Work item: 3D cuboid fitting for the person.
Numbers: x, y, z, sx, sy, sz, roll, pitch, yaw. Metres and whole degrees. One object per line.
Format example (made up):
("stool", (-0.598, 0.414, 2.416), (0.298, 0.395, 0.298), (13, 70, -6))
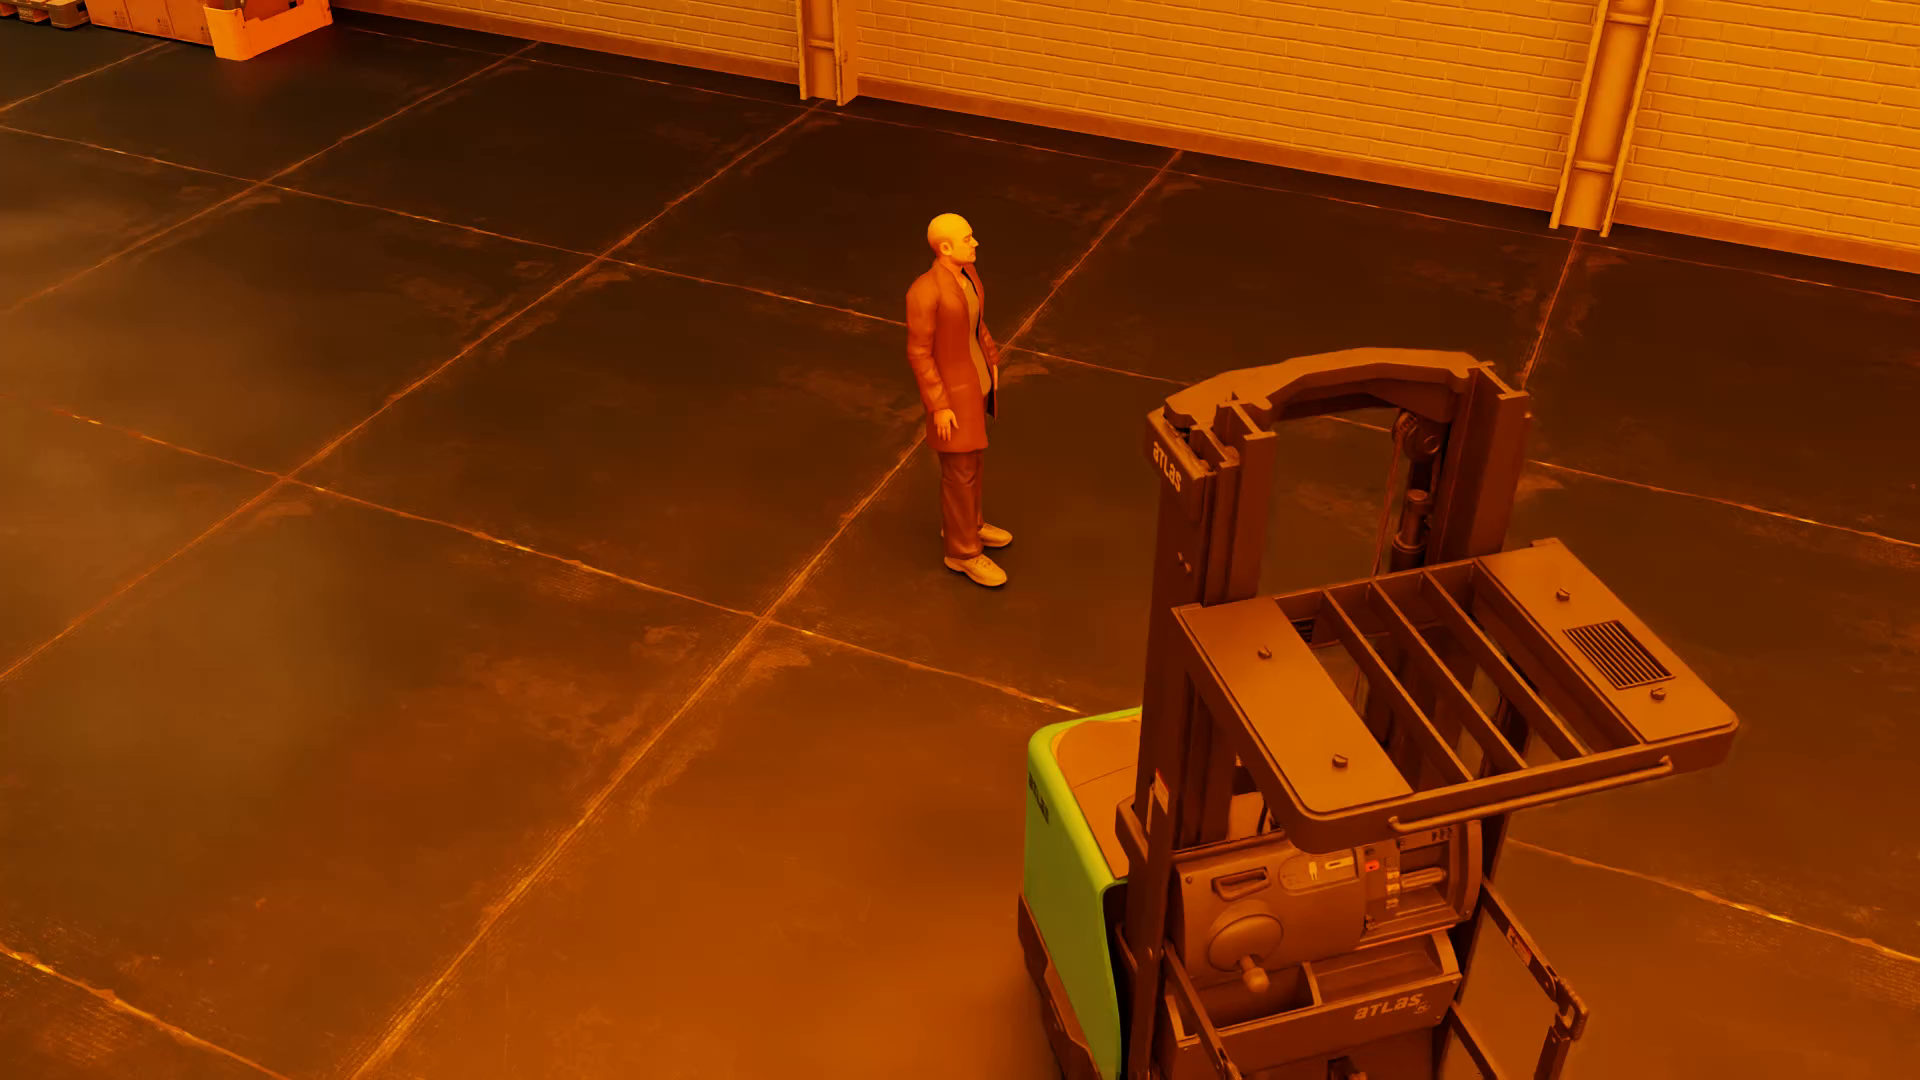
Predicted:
("person", (0.082, -0.705, 8.057), (0.579, 1.777, 0.696), (15, 38, 20))

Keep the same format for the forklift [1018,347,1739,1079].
("forklift", (1.123, 1.084, 4.566), (1.130, 2.935, 3.031), (-10, 37, -13))
